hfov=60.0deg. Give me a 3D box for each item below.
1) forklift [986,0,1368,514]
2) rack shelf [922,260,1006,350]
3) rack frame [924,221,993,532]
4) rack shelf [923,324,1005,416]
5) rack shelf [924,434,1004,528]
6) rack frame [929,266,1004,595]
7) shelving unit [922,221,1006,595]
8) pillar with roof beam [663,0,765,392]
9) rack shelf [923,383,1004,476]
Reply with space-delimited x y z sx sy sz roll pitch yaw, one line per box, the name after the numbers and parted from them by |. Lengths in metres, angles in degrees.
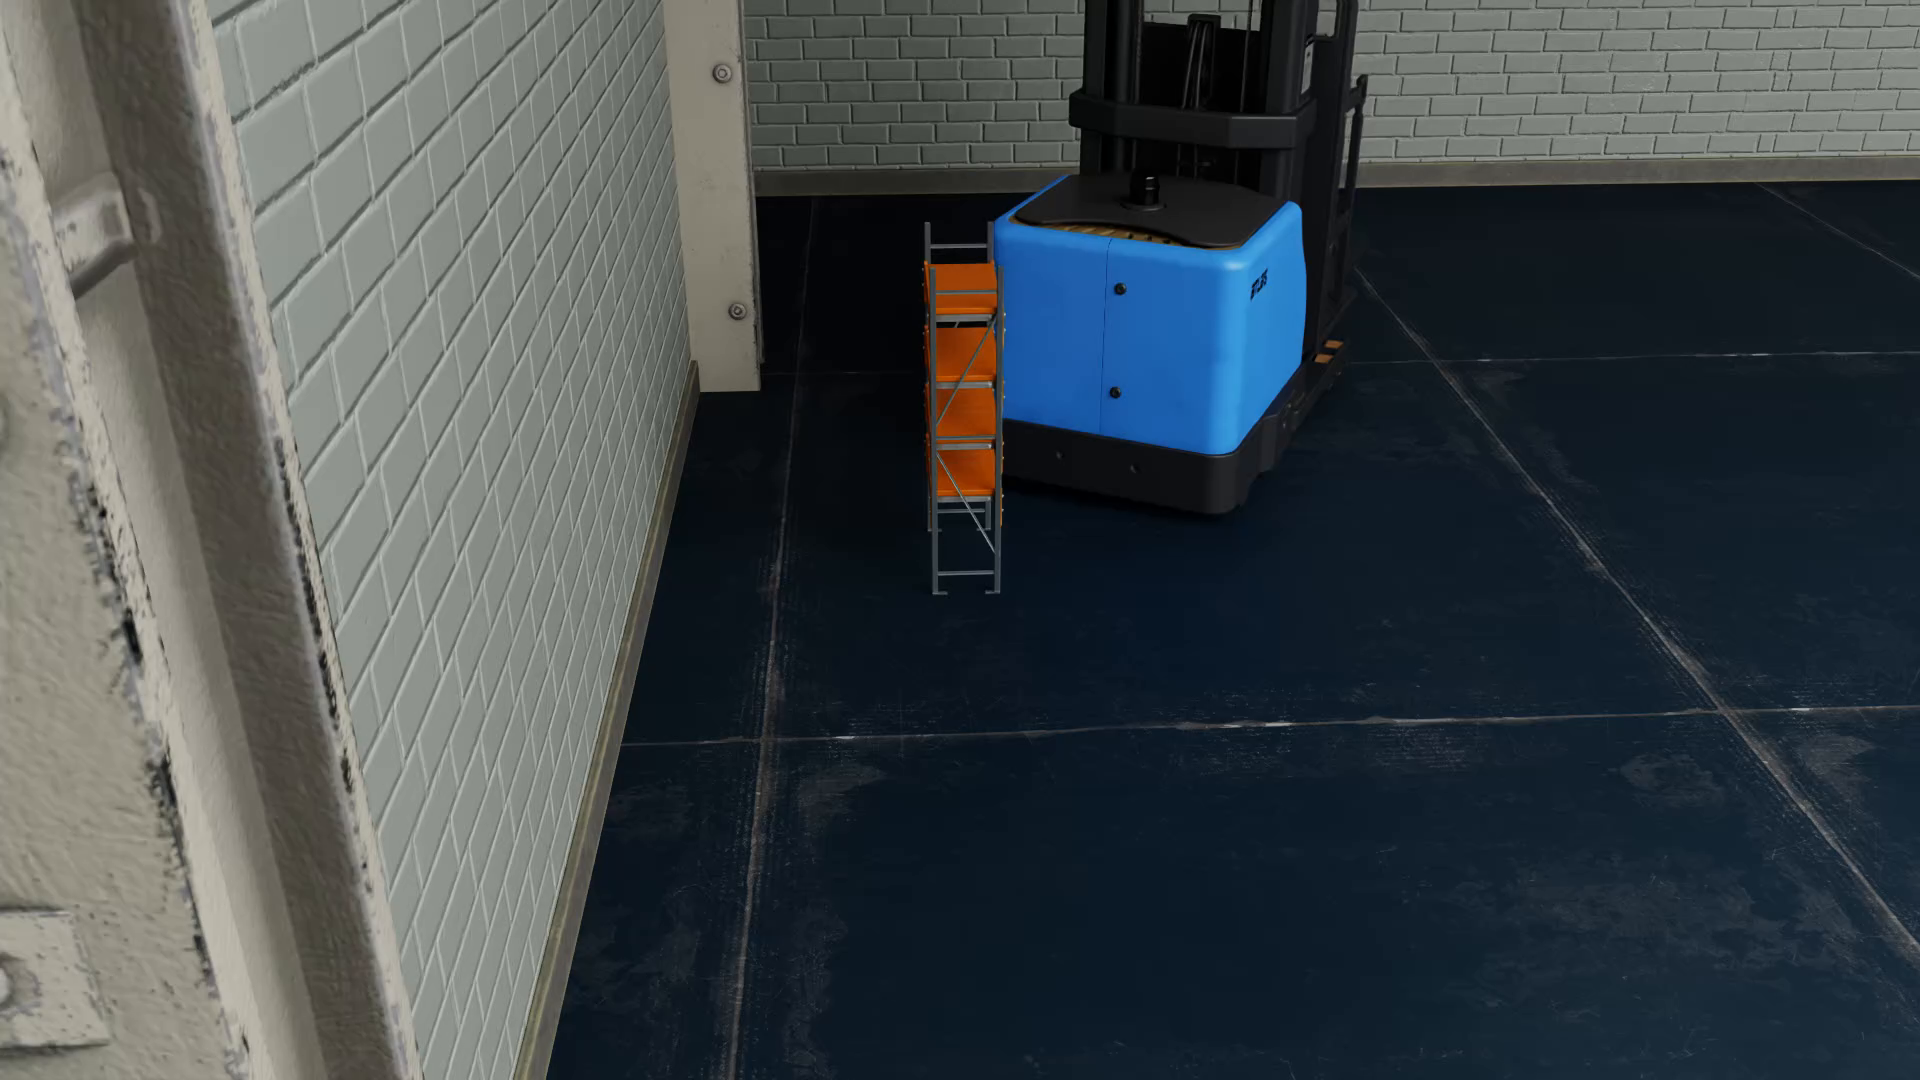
1.159 -2.053 7.018 1.130 2.935 3.031 12 30 22 | forklift
0.009 -0.804 5.644 0.258 0.148 0.480 -1 28 -3 | rack shelf
-0.004 -0.568 6.042 0.240 1.200 0.015 -1 28 -3 | rack frame
0.009 -0.594 5.754 0.258 0.148 0.480 -1 28 -3 | rack shelf
0.009 -0.220 5.949 0.258 0.148 0.480 -1 28 -3 | rack shelf
0.021 -0.343 5.610 0.240 1.200 0.015 -1 28 -3 | rack frame
0.009 -0.456 5.826 0.258 1.200 0.503 -1 28 -3 | shelving unit
3.227 -4.860 5.838 9.100 9.000 0.400 -1 28 -3 | pillar with roof beam
0.009 -0.396 5.857 0.258 0.148 0.480 -1 28 -3 | rack shelf
